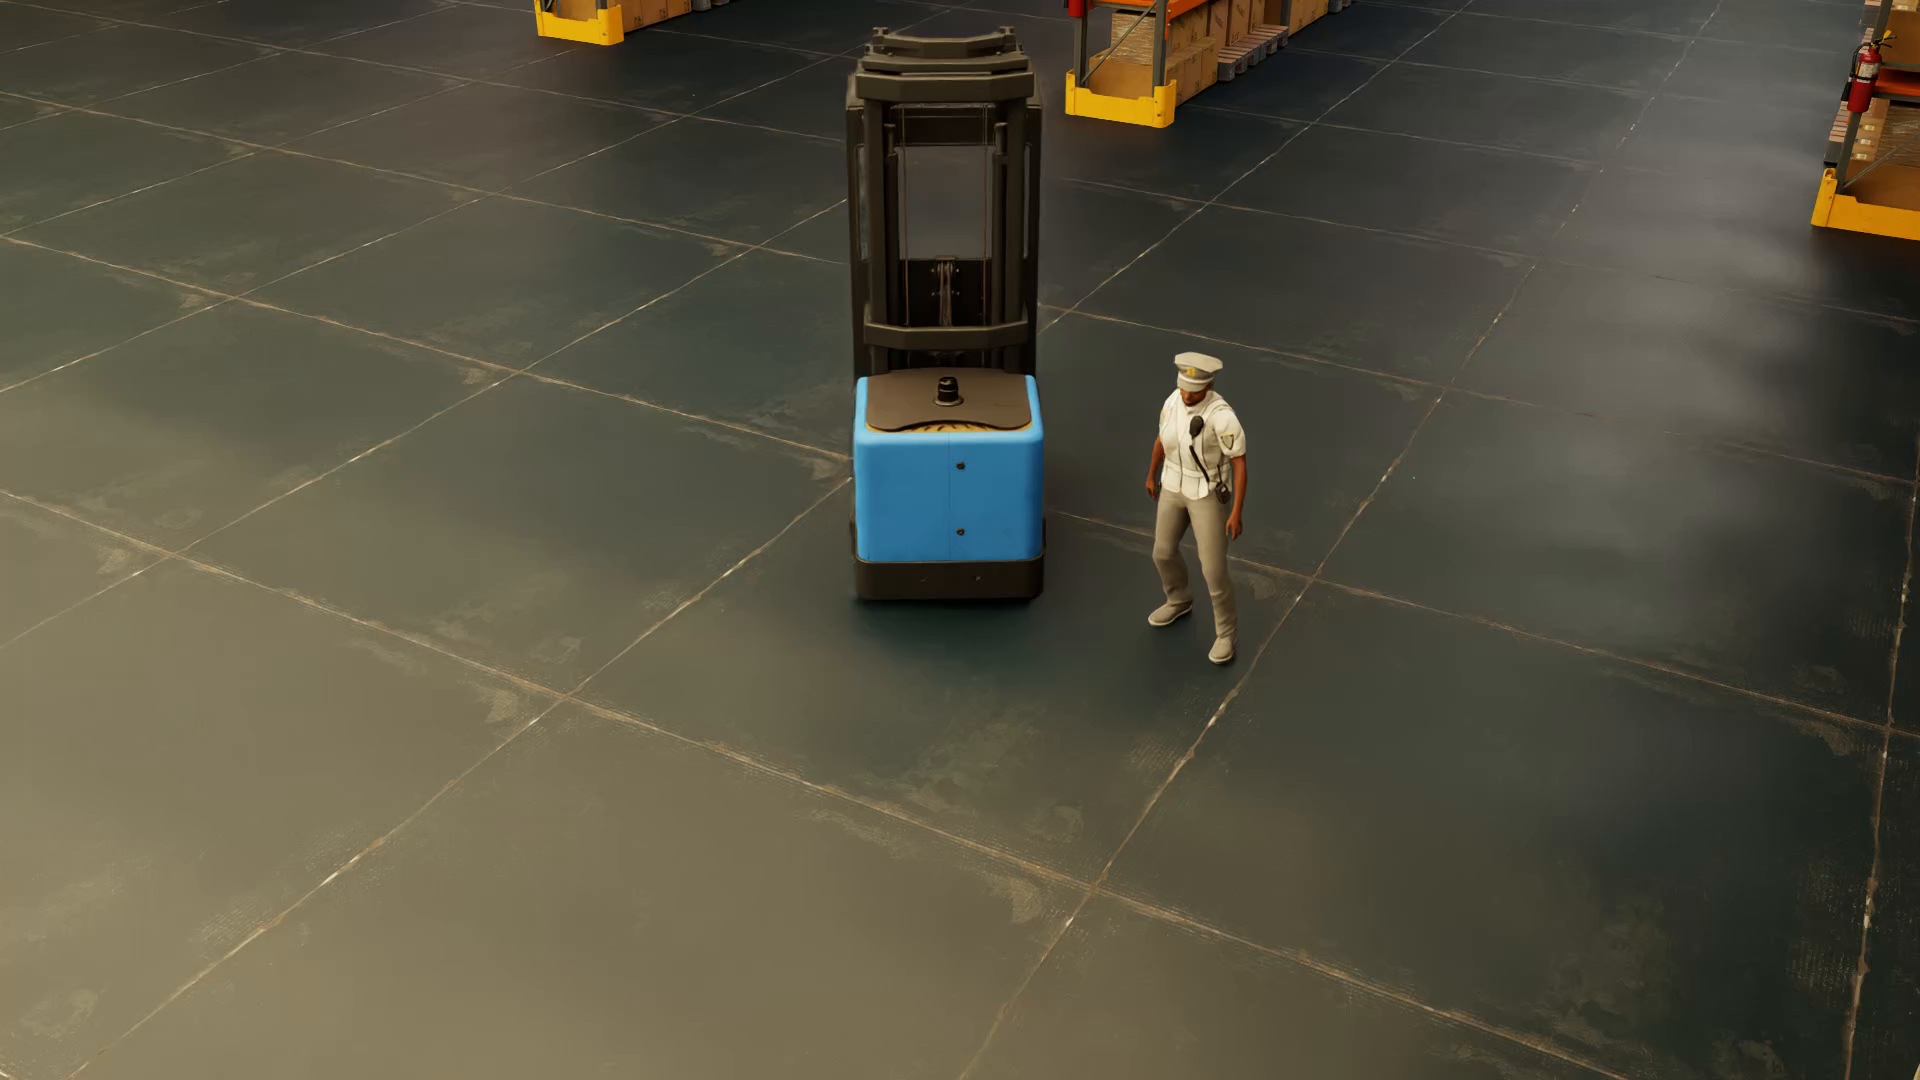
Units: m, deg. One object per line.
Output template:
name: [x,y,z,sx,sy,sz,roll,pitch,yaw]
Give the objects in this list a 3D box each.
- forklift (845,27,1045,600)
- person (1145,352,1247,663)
forklift: [-0.099,-1.635,9.904,1.130,2.935,3.031,-1,30,-1]
person: [1.251,-0.223,8.760,0.734,1.636,0.375,26,39,37]
